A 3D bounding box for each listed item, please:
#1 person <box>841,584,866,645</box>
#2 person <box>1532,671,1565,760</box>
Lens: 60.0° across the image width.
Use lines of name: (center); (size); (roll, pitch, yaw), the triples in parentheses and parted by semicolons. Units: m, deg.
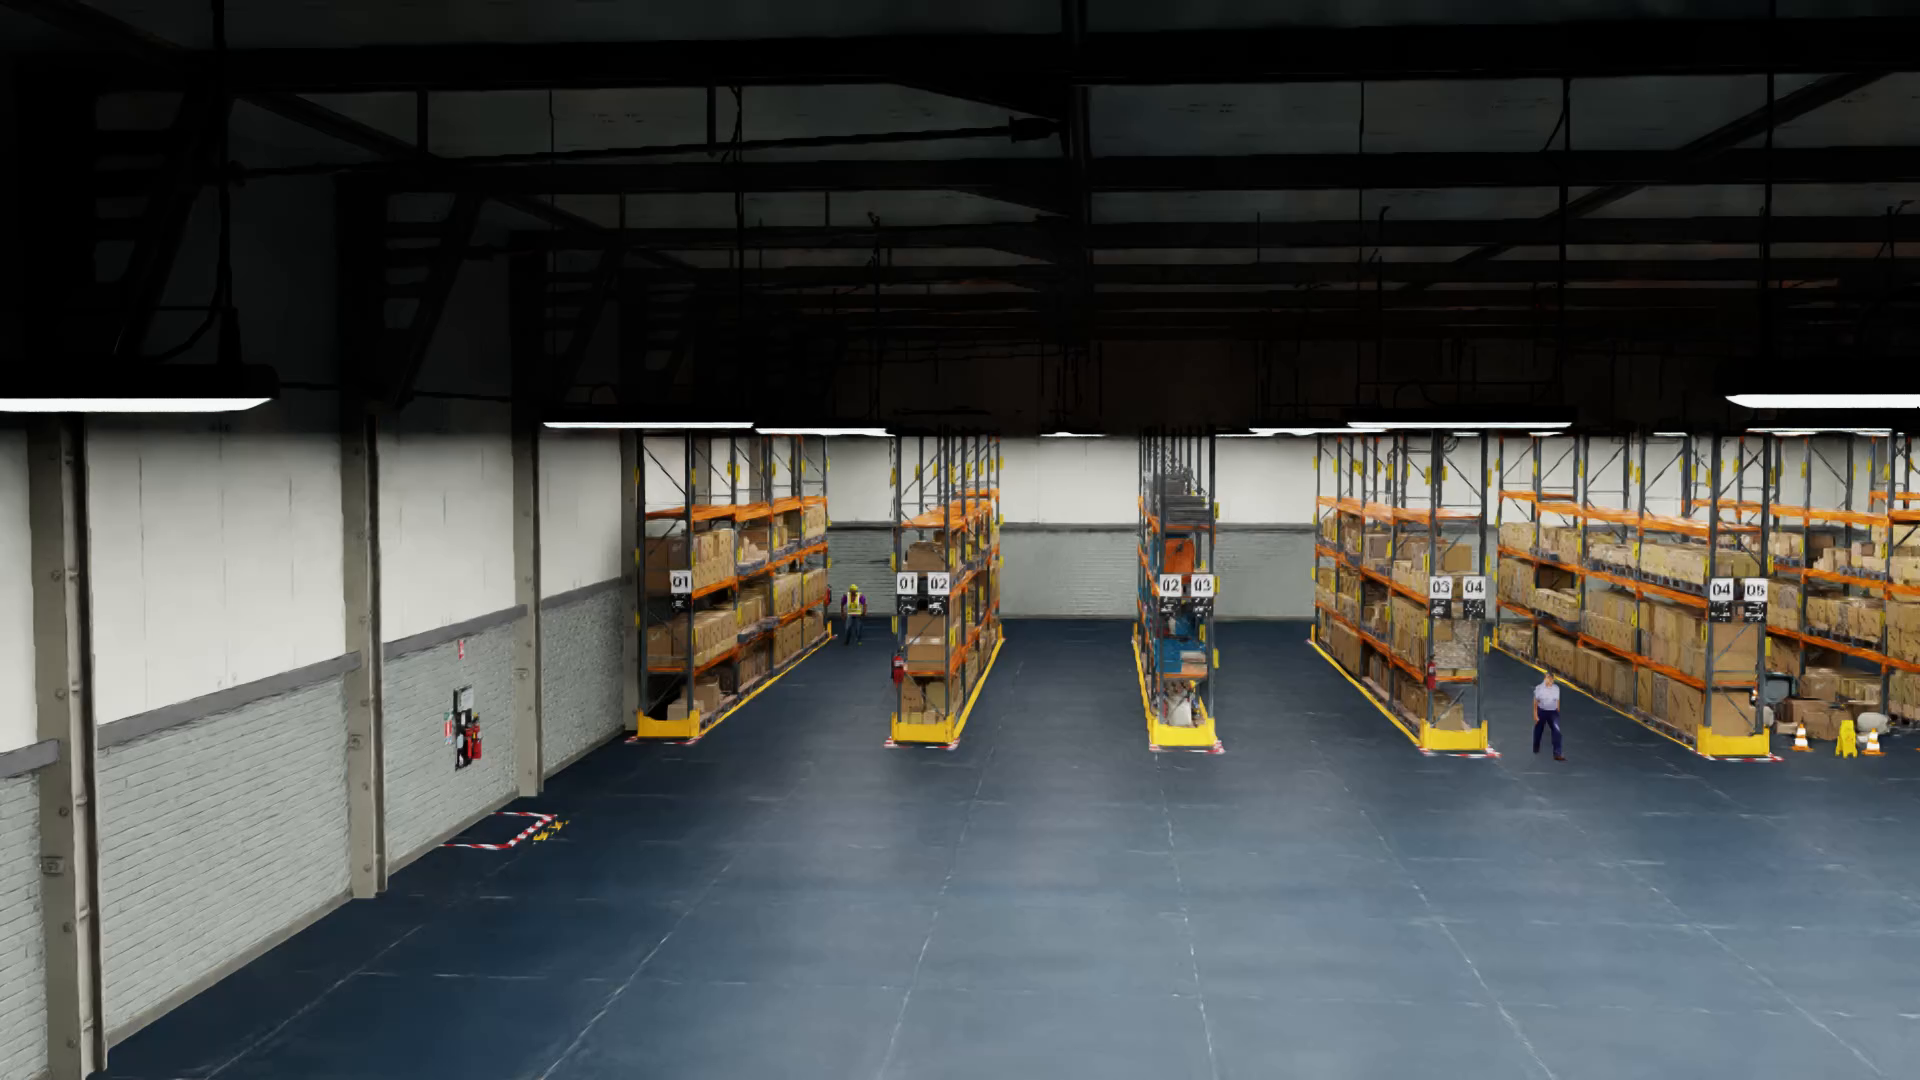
person: (-2.949, 2.069, 46.119); (0.690, 1.714, 0.561); (0, 3, 2)
person: (10.499, 3.120, 29.771); (0.479, 1.553, 1.090); (0, 3, 7)
